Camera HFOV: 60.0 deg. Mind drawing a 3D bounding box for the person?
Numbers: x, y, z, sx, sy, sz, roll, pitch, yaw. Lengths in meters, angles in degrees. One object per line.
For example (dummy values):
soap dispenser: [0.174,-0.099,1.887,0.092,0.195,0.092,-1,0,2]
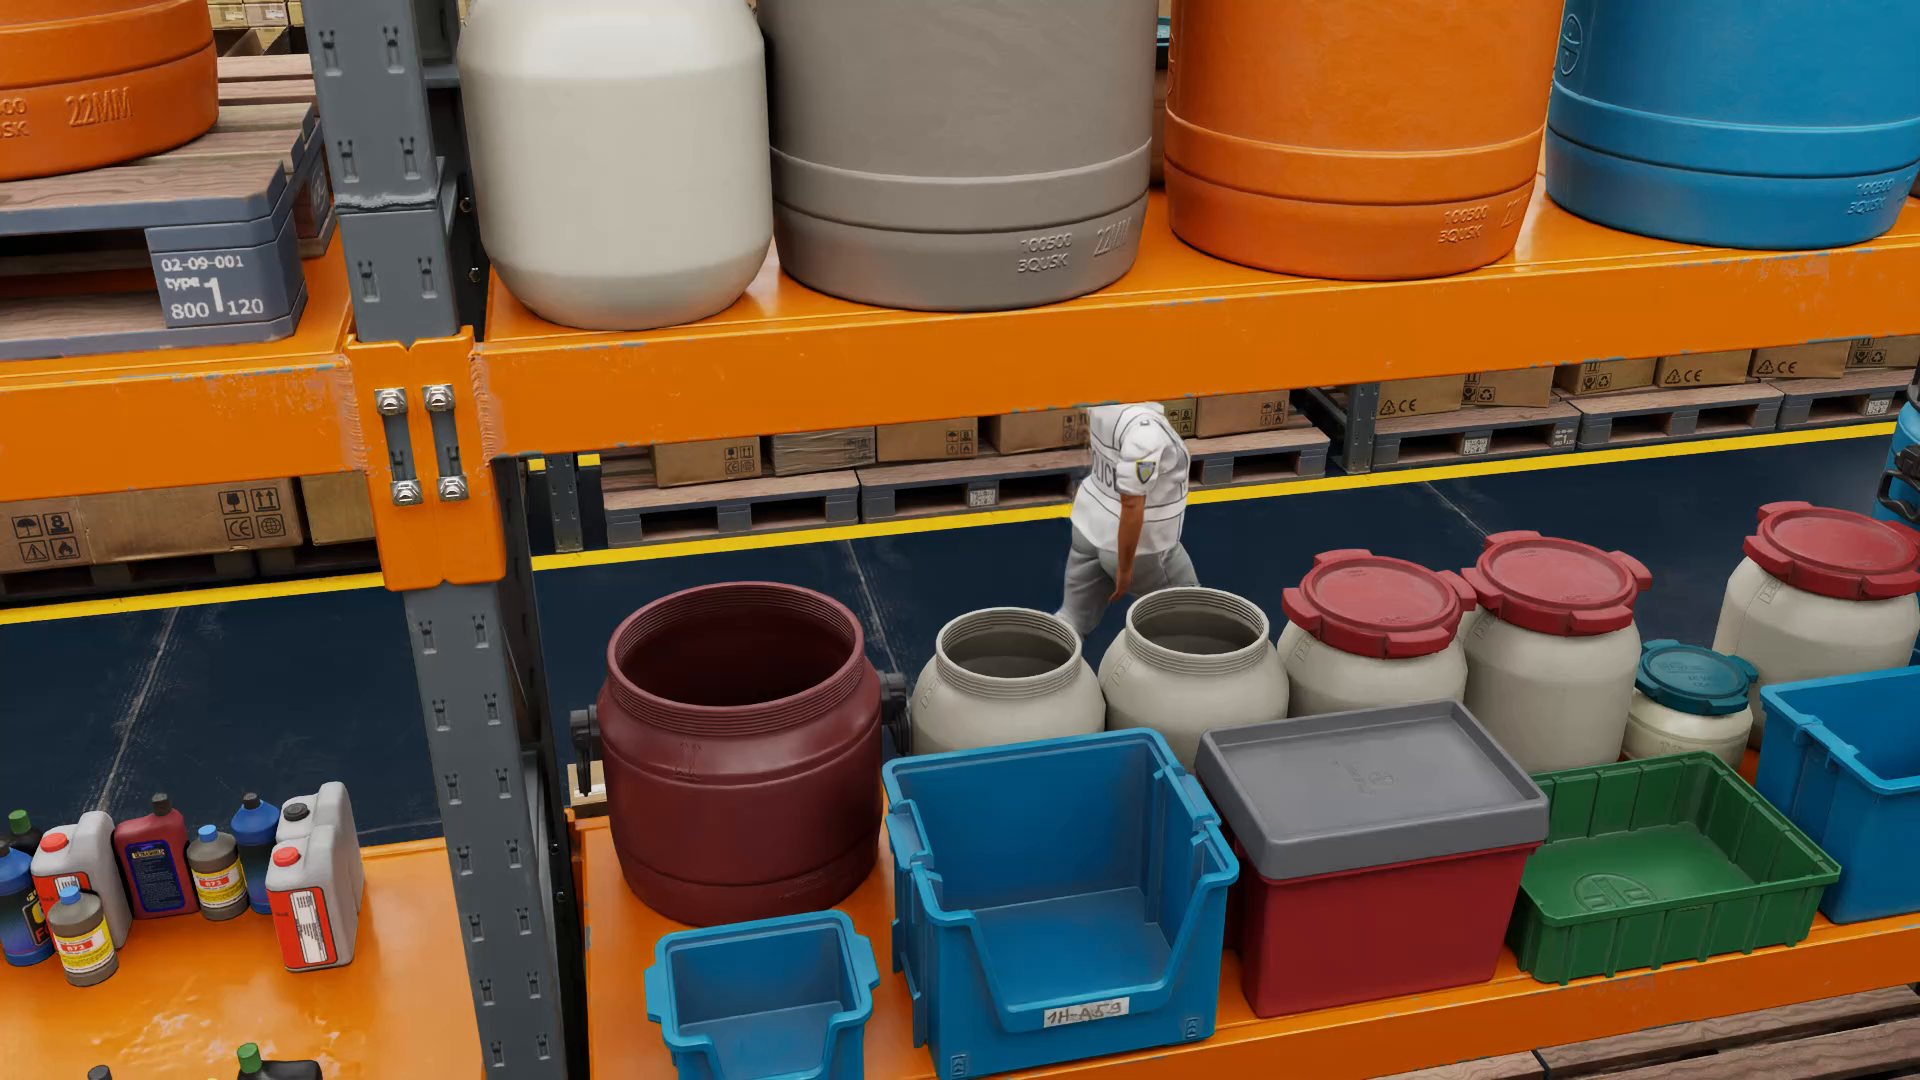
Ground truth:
person: [0.652,-0.036,6.173,1.030,1.604,0.486,-11,29,-21]
